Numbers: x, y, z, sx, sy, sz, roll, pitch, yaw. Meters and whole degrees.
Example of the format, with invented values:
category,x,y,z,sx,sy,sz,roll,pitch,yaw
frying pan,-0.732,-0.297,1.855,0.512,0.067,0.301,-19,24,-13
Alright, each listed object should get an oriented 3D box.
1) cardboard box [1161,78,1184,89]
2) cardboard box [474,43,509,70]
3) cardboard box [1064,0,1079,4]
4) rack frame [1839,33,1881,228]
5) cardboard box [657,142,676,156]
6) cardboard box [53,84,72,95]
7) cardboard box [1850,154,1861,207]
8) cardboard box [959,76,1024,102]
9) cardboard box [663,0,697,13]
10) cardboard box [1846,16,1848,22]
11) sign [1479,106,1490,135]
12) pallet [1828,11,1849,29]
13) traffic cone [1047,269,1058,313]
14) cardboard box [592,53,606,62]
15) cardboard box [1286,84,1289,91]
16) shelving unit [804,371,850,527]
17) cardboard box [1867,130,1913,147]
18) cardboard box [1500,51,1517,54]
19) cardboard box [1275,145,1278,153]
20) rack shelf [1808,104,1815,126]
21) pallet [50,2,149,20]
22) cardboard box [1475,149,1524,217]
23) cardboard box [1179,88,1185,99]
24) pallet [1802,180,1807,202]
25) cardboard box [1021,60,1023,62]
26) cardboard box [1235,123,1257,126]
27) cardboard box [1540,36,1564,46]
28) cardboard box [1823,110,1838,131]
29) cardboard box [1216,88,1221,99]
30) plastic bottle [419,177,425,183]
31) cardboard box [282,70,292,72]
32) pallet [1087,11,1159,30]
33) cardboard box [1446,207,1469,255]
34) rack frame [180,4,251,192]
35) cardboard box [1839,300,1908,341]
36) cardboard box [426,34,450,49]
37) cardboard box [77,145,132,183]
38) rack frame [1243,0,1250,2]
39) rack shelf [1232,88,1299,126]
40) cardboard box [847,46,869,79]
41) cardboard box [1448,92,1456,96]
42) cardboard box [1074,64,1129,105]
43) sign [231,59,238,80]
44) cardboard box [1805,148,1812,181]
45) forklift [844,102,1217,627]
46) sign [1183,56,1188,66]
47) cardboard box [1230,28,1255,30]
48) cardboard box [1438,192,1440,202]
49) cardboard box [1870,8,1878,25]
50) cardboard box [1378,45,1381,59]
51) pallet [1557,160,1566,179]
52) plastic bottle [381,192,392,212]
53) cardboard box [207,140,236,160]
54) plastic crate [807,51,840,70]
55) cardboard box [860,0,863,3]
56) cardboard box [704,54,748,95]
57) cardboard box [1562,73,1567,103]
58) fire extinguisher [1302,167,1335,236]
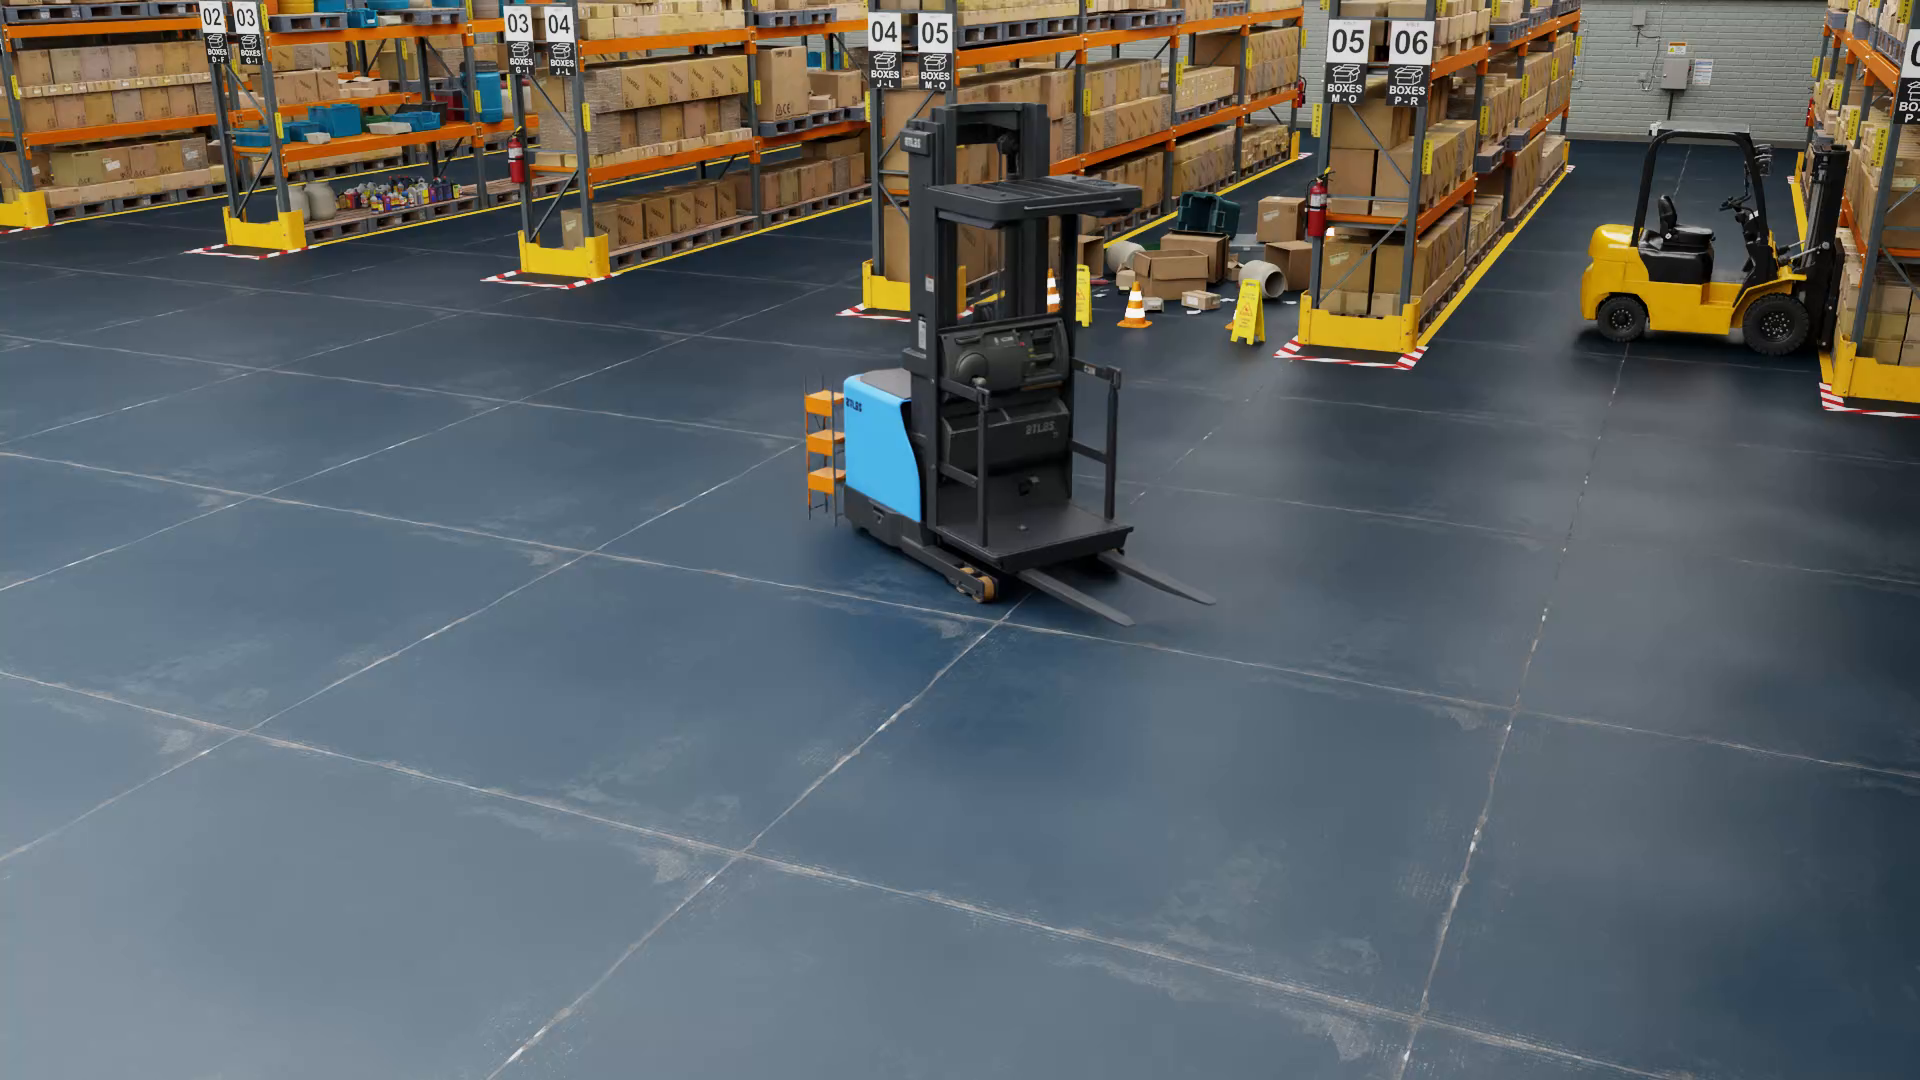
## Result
category,x,y,z,sx,sy,sz,roll,pitch,yaw
cardboard box,3.241,-7.045,25.662,0.380,0.149,0.250,8,21,21
cardboard box,-9.513,-9.913,34.091,0.700,0.500,0.500,2,20,4
cardboard box,1.162,-6.807,20.660,0.500,0.250,0.500,8,21,22
rack frame,10.216,-3.937,18.062,1.000,3.000,0.127,9,21,23
cardboard box,-3.956,-5.135,21.806,0.380,0.149,0.250,9,21,23
cardboard box,-13.463,-6.714,24.755,0.380,0.149,0.250,9,21,23
cardboard box,9.598,-3.723,17.310,0.500,0.500,0.500,9,21,24
cardboard box,0.271,-5.243,19.899,0.875,0.550,0.500,9,21,23
cardboard box,-3.703,-7.054,21.978,0.380,0.149,0.250,9,22,25
cardboard box,13.370,-7.828,24.901,0.380,0.149,0.250,8,21,22
sign,6.184,-4.952,19.626,0.100,0.325,0.005,9,21,23
pallet,12.739,-7.200,23.041,1.213,0.211,1.003,9,21,23
traffic cone,1.004,-2.814,18.692,0.336,0.463,0.334,9,21,23
cardboard box,-8.037,-10.413,36.124,0.500,0.500,0.500,8,21,22
cardboard box,6.031,-8.606,31.565,0.380,0.149,0.250,9,21,23
shelving unit,-0.921,-0.642,11.706,0.252,1.050,0.215,14,24,34
cardboard box,9.413,-4.054,16.829,0.380,0.149,0.250,8,21,22
cardboard box,8.520,-7.485,26.399,0.500,0.500,0.500,9,21,23
cardboard box,5.818,-7.437,31.532,0.380,0.149,0.250,8,21,22
rack shelf,14.311,-6.655,26.778,1.077,0.370,4.000,9,21,23
pallet,-13.217,-8.073,25.347,1.003,0.211,1.213,9,21,23
cardboard box,7.683,-5.236,24.259,0.875,0.875,0.875,8,21,22
cardboard box,3.257,-6.911,25.729,0.380,0.149,0.250,10,22,25
pallet,14.273,-5.652,27.048,1.003,0.211,1.213,9,21,23
cardboard box,1.116,-9.605,33.779,0.500,0.250,0.500,8,21,21
cardboard box,5.518,-7.955,32.100,0.380,0.149,0.250,8,21,20
cardboard box,9.969,-8.410,28.030,0.380,0.149,0.250,9,21,23
cardboard box,11.991,-5.654,22.487,0.500,0.250,0.500,8,21,20
cardboard box,4.110,-7.409,27.575,0.380,0.149,0.250,7,21,20
plastic bottle,-8.404,-5.541,25.987,0.097,0.271,0.097,0,20,0
cardboard box,-14.195,-9.748,34.747,0.380,0.149,0.250,9,22,24
pallet,2.096,-7.266,23.228,1.003,0.211,1.213,10,22,25
cardboard box,5.689,-3.655,19.626,0.500,0.500,0.500,8,21,22
rack frame,-12.391,-7.337,27.622,1.000,3.000,0.127,9,21,23
cardboard box,8.492,-2.044,15.469,0.500,0.250,0.500,8,21,22
cardboard box,-12.485,-11.444,38.723,0.980,0.700,0.700,8,21,22
cardboard box,-13.210,-5.811,25.689,0.500,0.500,0.500,9,21,23
rack frame,4.405,-10.537,27.668,1.000,3.000,0.127,9,21,23
rack shelf,5.224,-7.983,30.513,1.077,0.370,4.000,9,21,23
cardboard box,-1.403,-7.940,27.673,0.797,0.503,0.637,9,22,25
cardboard box,5.868,-5.326,20.749,0.500,0.500,0.500,9,21,23
cardboard box,1.951,-6.402,23.352,0.700,0.500,0.500,8,21,22
sign,-11.884,-7.706,27.251,0.100,0.325,0.005,9,21,23
cardboard box,14.408,-6.195,27.516,0.700,0.500,0.500,10,22,25
forklift,0.409,-1.168,10.380,1.130,2.935,3.031,-12,23,-31
sign,3.907,-8.191,28.731,0.100,0.325,0.005,9,21,23
cardboard box,5.183,-9.180,30.719,0.500,0.500,0.500,8,21,21
cardboard box,4.871,-3.655,17.645,0.380,0.149,0.250,9,22,24
cardboard box,10.290,-5.808,18.203,0.500,0.311,0.500,8,21,21
cardboard box,4.011,-4.917,16.716,0.380,0.149,0.250,9,21,23
pallet,10.344,-6.716,30.038,1.003,0.211,1.213,9,21,23
plastic bottle,-8.375,-4.939,24.277,0.061,0.283,0.133,9,21,24
cardboard box,-12.487,-6.667,28.378,0.500,0.311,0.500,9,21,23
plastic crate,-2.926,-10.241,35.647,0.616,0.435,0.499,9,21,23
cardboard box,-1.684,-8.715,26.126,0.500,0.500,0.500,9,22,24
cardboard box,-3.288,-6.459,23.070,0.500,0.500,0.500,9,21,23
cardboard box,10.223,-7.838,28.884,0.500,0.500,0.500,9,22,24
fire extinguisher,3.581,-3.386,16.628,0.296,0.674,0.183,9,21,23
